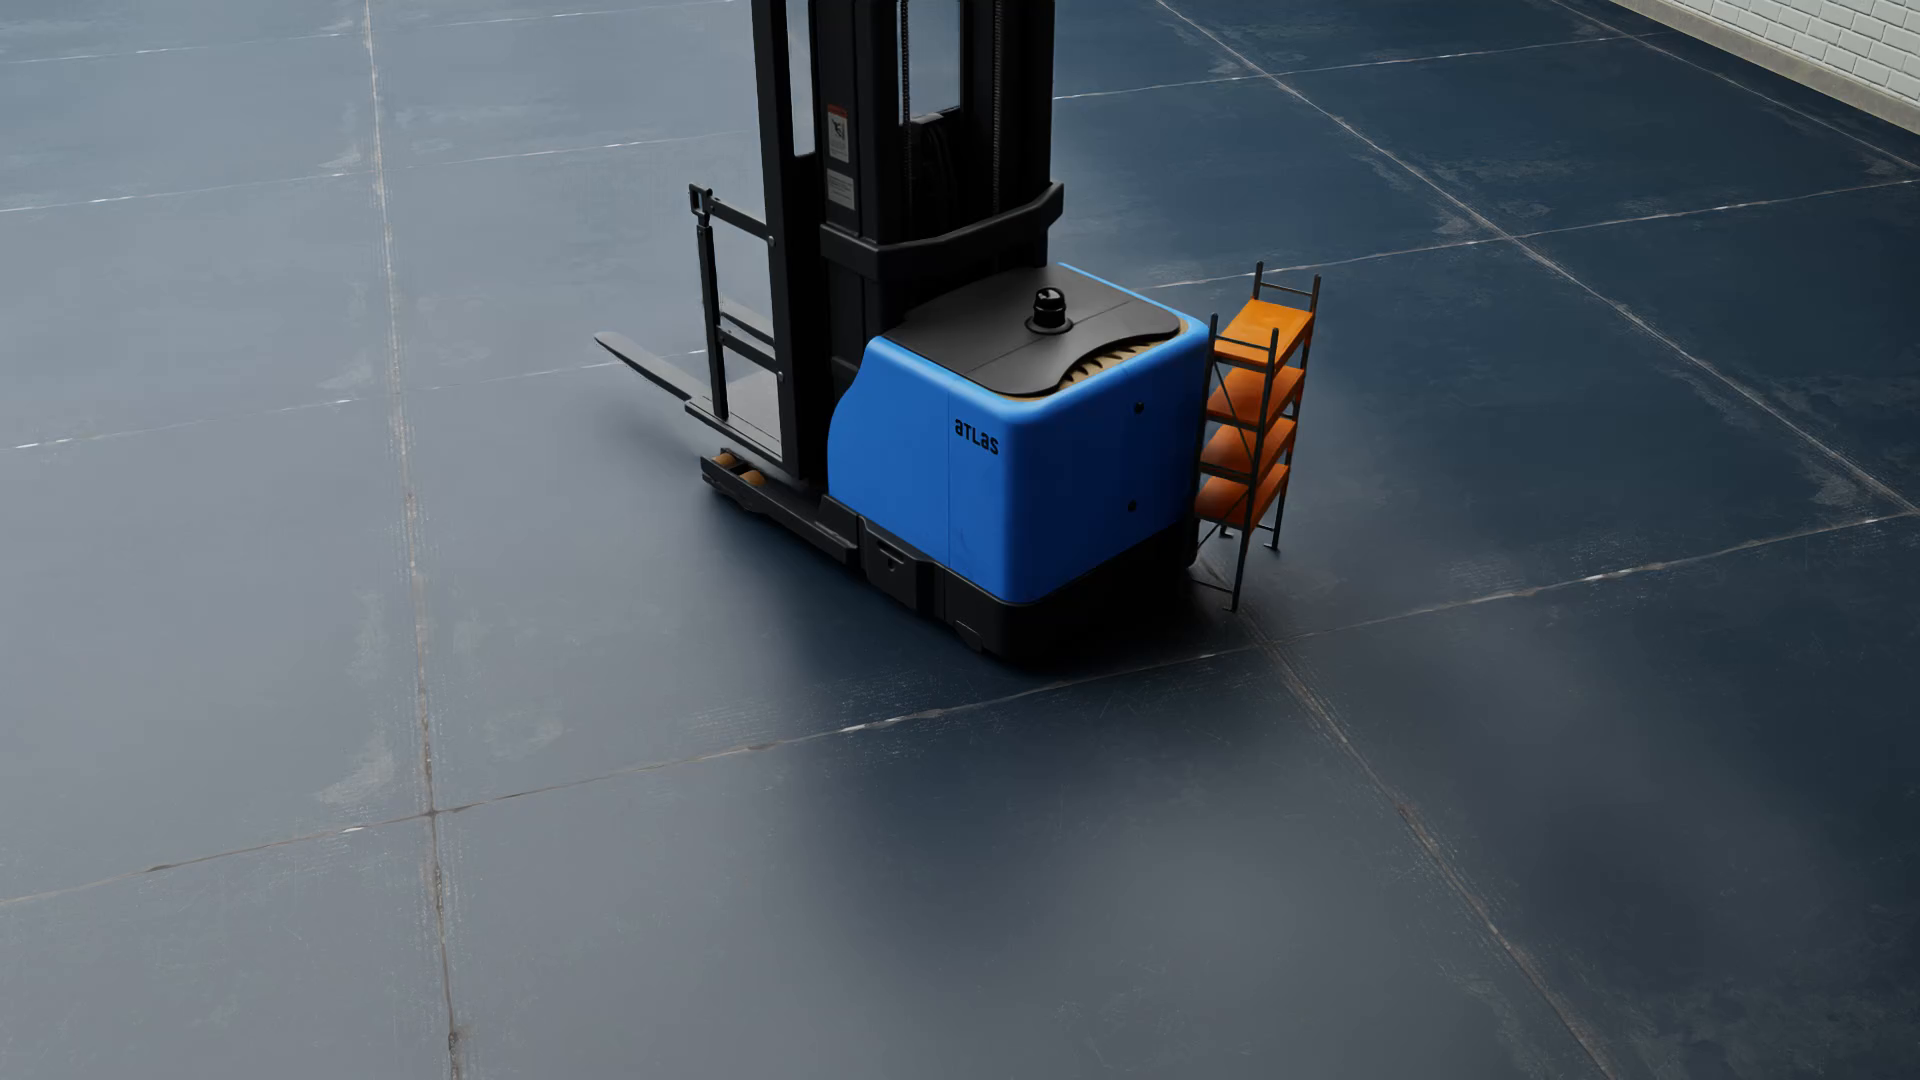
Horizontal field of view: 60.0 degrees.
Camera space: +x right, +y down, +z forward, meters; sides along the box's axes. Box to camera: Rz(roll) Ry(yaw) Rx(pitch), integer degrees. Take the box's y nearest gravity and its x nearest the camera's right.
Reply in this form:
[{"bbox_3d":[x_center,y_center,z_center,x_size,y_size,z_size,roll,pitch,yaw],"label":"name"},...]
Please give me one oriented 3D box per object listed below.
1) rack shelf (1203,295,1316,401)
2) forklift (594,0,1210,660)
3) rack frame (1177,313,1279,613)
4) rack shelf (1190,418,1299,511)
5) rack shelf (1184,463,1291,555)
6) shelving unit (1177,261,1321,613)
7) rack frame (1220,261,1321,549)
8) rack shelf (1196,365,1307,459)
[{"bbox_3d":[1.084,-0.699,5.999,0.258,0.148,0.480,17,37,21],"label":"rack shelf"},{"bbox_3d":[-0.444,-1.515,6.383,1.130,2.935,3.031,-27,42,-35],"label":"forklift"},{"bbox_3d":[0.962,-0.254,6.039,0.240,1.200,0.015,17,37,21],"label":"rack frame"},{"bbox_3d":[1.071,-0.318,6.258,0.258,0.148,0.480,17,37,21],"label":"rack shelf"},{"bbox_3d":[1.066,-0.154,6.370,0.258,0.148,0.480,17,37,21],"label":"rack shelf"},{"bbox_3d":[1.073,-0.374,6.220,0.258,1.200,0.503,17,37,21],"label":"shelving unit"},{"bbox_3d":[1.184,-0.494,6.401,0.240,1.200,0.015,17,37,21],"label":"rack frame"},{"bbox_3d":[1.077,-0.503,6.132,0.258,0.148,0.480,17,37,21],"label":"rack shelf"}]
